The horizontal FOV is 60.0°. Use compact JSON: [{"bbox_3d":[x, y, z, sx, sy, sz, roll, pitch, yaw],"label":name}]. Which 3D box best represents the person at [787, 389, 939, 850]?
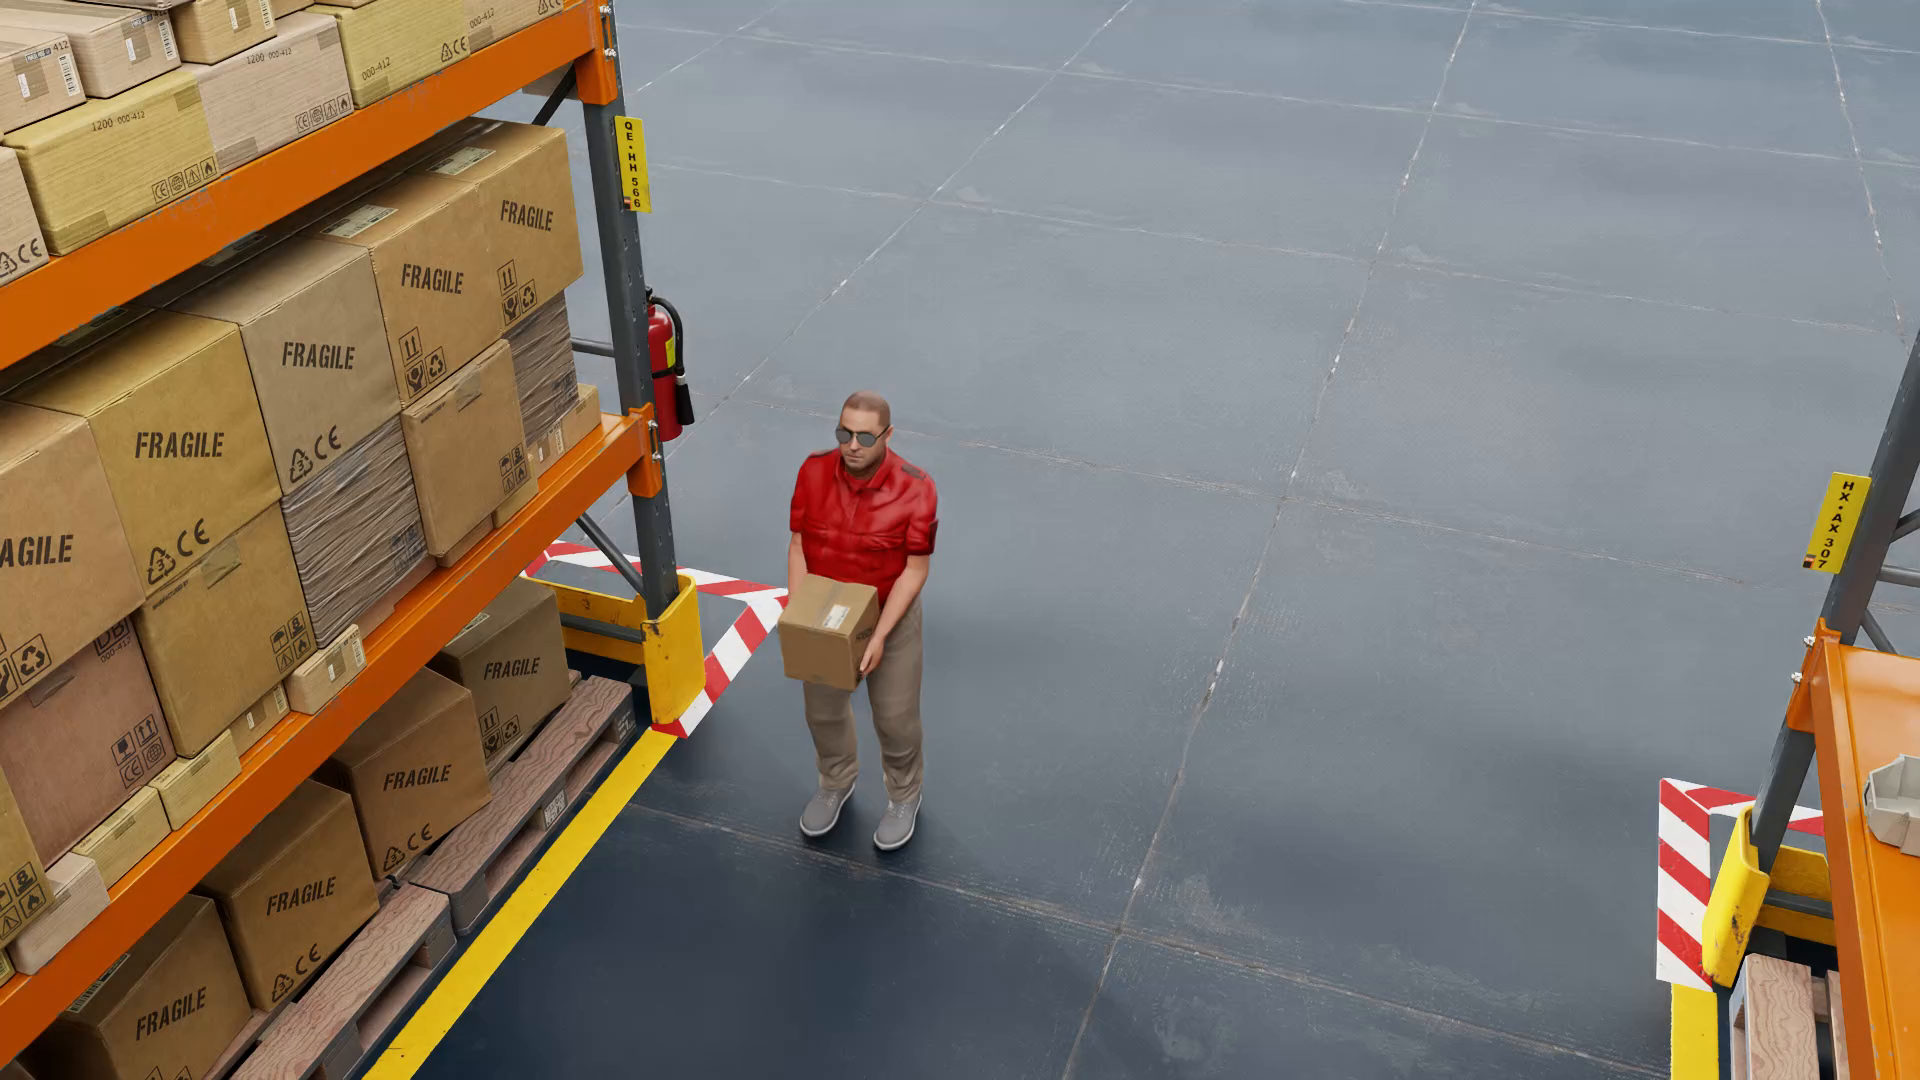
[{"bbox_3d":[-0.357,0.325,5.653,0.514,1.724,0.513,11,35,16],"label":"person"}]
